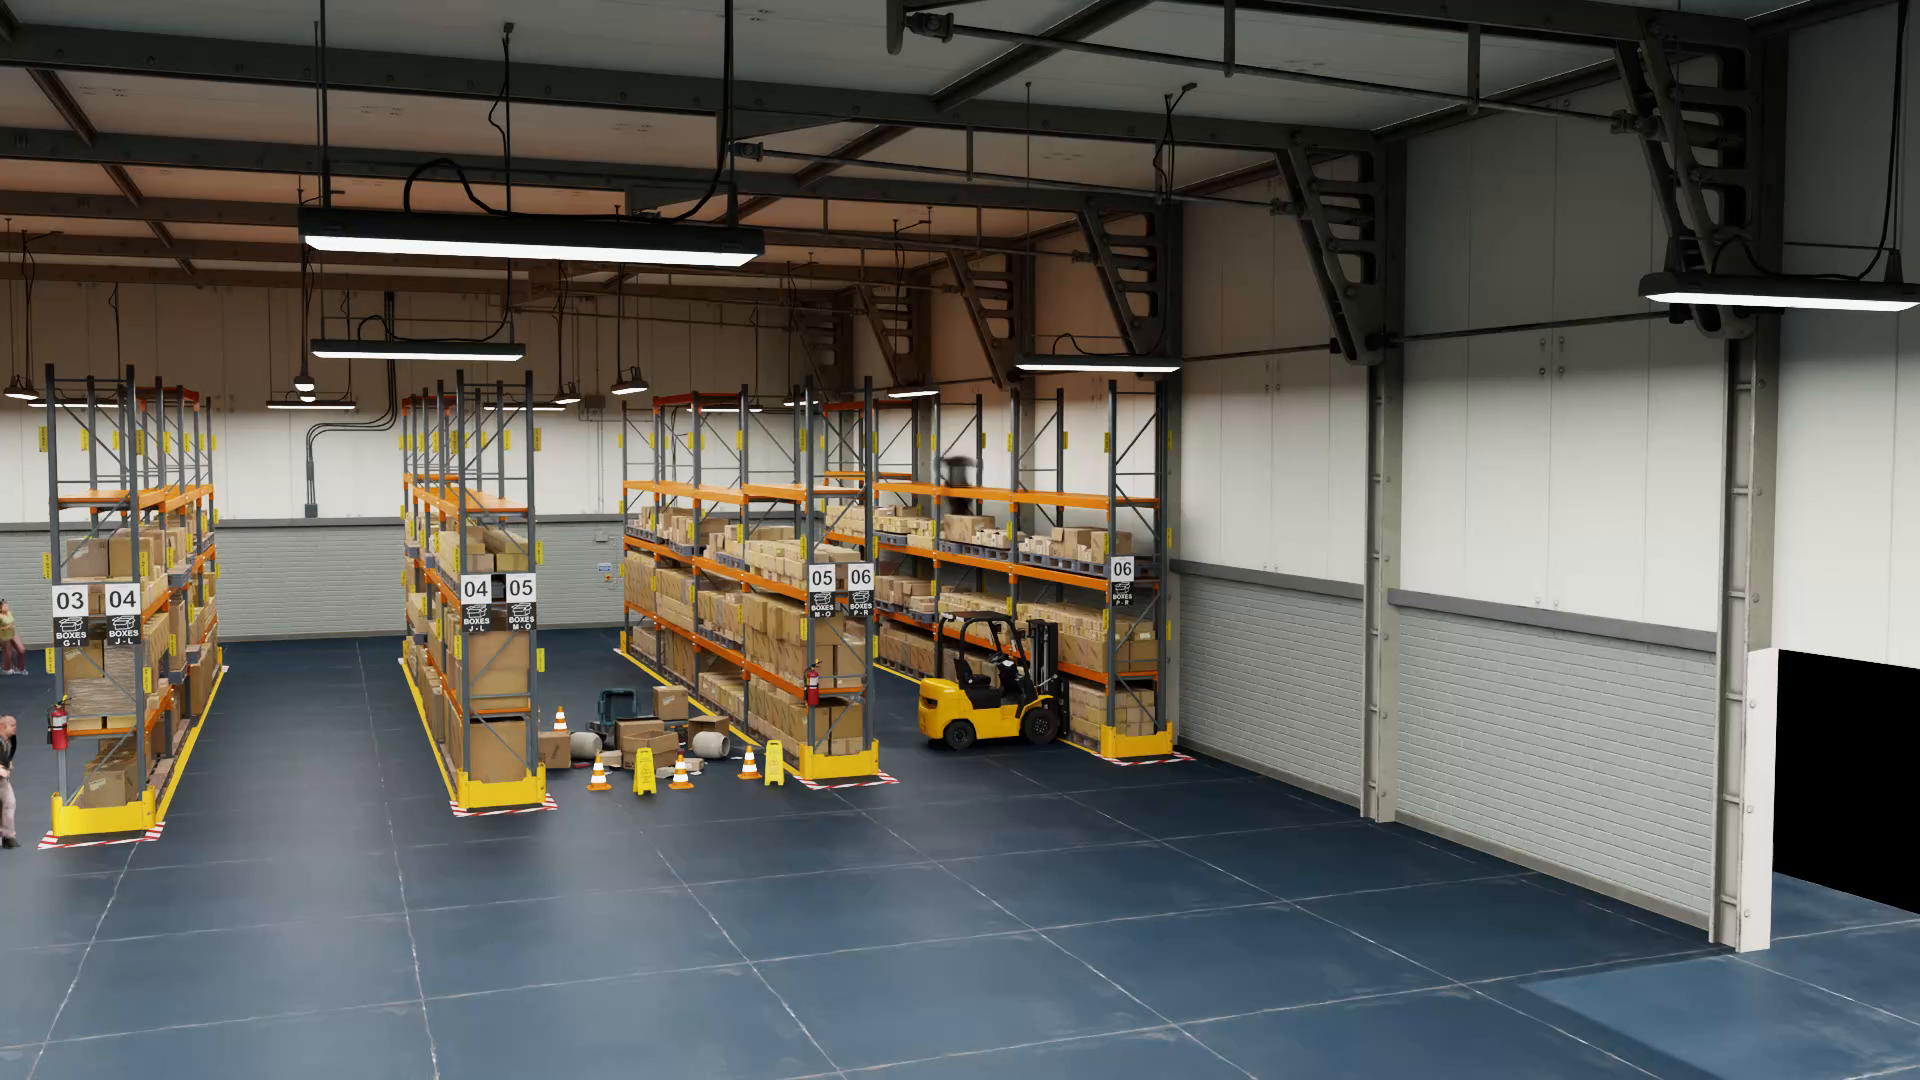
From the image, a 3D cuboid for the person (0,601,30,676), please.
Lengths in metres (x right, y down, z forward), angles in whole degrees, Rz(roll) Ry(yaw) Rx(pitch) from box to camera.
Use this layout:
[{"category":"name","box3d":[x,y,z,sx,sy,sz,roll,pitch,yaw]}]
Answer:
[{"category":"person","box3d":[-20.404,2.123,35.591,0.684,1.664,0.682,2,4,28]}]

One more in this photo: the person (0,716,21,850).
[{"category":"person","box3d":[-12.076,2.998,20.580,1.007,1.681,0.697,0,3,8]}]

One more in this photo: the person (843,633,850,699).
[{"category":"person","box3d":[-2.323,2.321,31.632,0.556,1.642,0.903,-1,4,-24]}]
